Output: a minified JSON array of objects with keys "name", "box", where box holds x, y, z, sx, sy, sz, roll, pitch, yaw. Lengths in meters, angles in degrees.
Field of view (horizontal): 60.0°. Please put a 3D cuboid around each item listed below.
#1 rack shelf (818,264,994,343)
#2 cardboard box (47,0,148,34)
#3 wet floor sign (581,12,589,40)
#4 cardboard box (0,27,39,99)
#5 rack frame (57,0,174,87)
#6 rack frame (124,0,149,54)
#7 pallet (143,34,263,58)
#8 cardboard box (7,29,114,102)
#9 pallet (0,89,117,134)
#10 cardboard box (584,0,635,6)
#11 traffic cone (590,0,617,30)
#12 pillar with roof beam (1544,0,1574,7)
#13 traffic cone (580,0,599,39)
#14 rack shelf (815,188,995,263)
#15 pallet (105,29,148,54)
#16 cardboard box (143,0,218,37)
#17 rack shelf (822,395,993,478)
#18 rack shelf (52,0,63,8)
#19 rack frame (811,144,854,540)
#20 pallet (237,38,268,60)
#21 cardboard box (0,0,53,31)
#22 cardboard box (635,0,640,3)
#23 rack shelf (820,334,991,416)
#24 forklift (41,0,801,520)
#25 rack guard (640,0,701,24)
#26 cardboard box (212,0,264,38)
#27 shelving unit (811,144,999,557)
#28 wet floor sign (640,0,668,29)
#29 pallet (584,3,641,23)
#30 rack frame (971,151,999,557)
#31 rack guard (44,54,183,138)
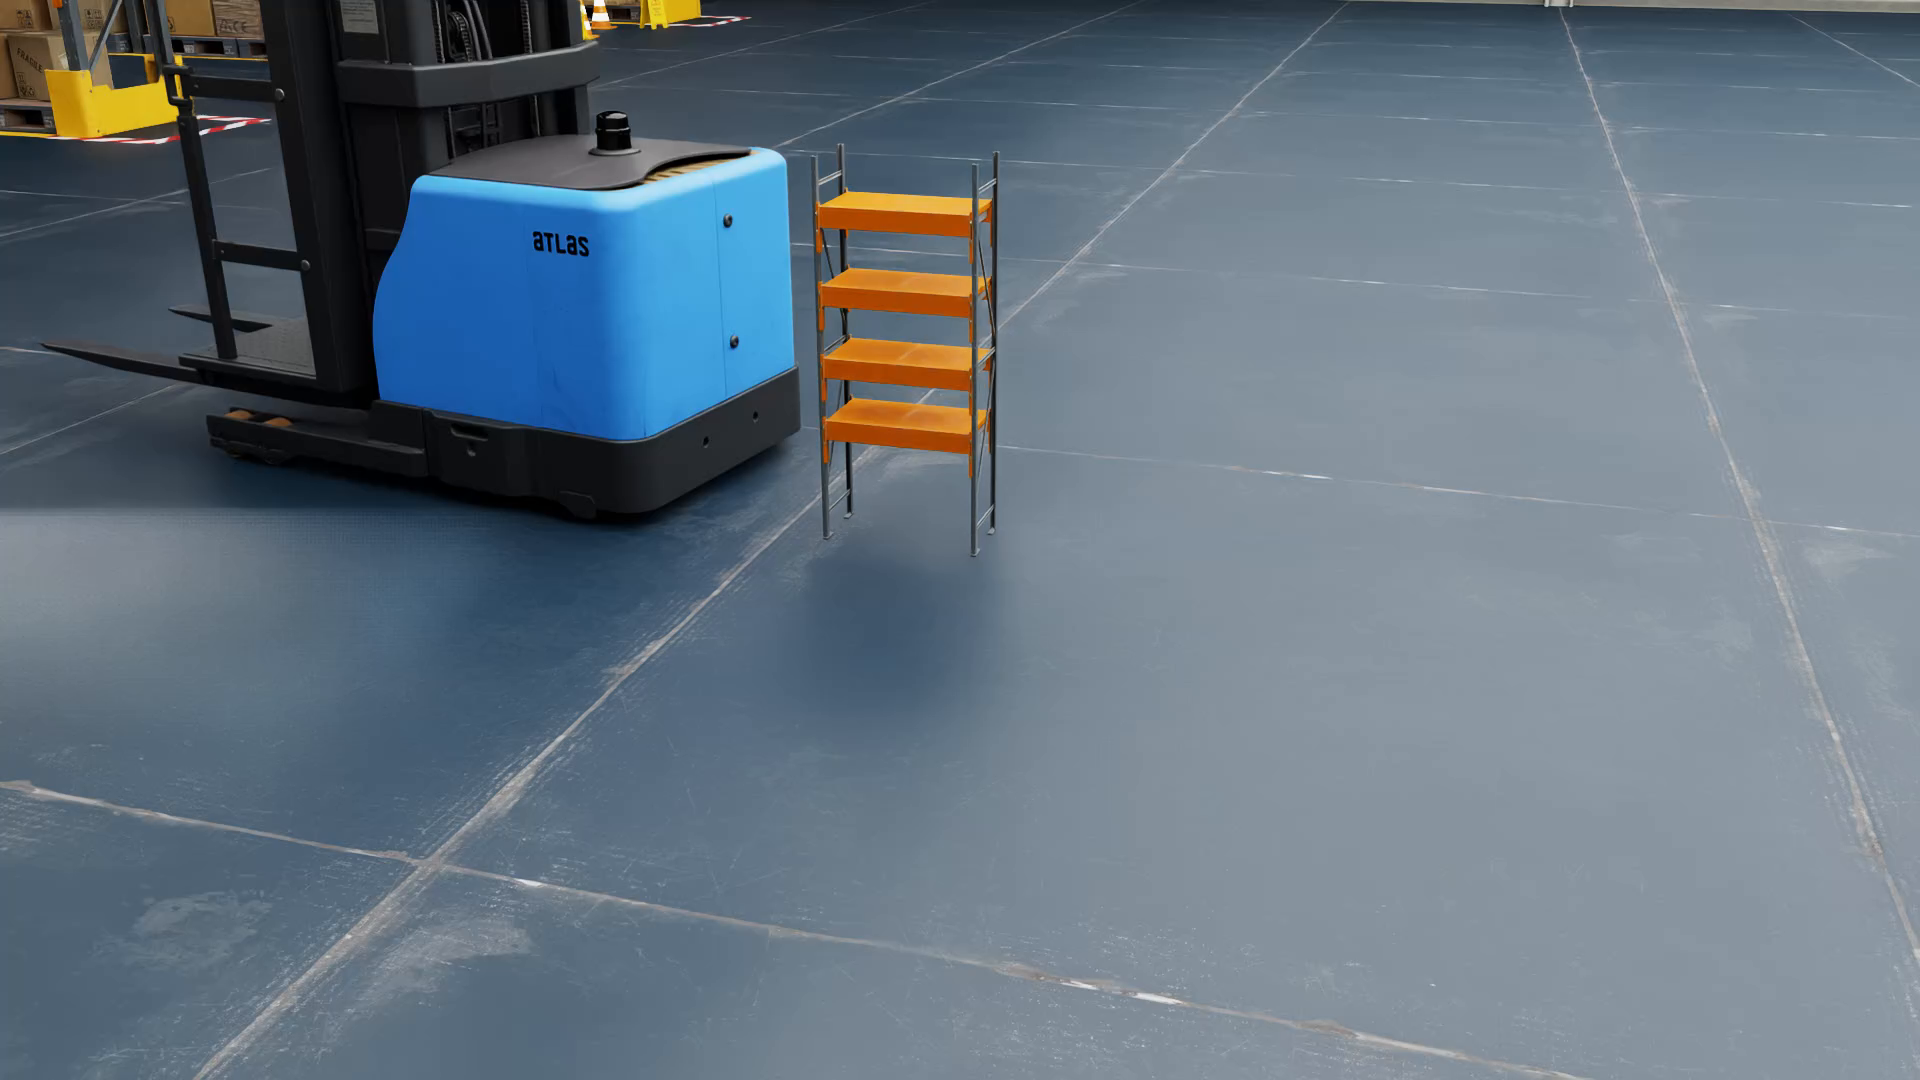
[{"name":"rack shelf","box":[-0.158,-0.718,5.027,0.480,0.148,0.258,7,23,16]},{"name":"cardboard box","box":[-9.548,-6.123,18.656,0.750,0.750,1.050,6,23,15]},{"name":"wet floor sign","box":[-4.498,-6.123,19.347,0.232,0.644,0.267,3,22,6]},{"name":"cardboard box","box":[-7.802,-3.870,13.493,0.500,0.500,0.500,13,26,29]},{"name":"rack frame","box":[-6.627,-4.705,12.788,0.127,3.000,1.000,7,23,16]},{"name":"rack frame","box":[-8.927,-6.934,18.223,0.127,3.000,1.000,7,23,16]},{"name":"pallet","box":[-8.222,-5.533,18.480,1.213,0.211,1.003,7,23,15]},{"name":"cardboard box","box":[-7.220,-3.817,13.364,0.500,0.500,0.500,11,25,25]},{"name":"pallet","box":[-7.468,-3.525,13.586,1.213,0.211,1.003,7,23,16]},{"name":"cardboard box","box":[-4.639,-7.221,21.992,0.500,0.250,0.500,6,23,15]},{"name":"traffic cone","box":[-4.549,-6.710,21.019,0.334,0.463,0.336,7,23,16]},{"name":"pillar with roof beam","box":[7.504,-10.409,18.789,0.400,9.000,9.100,7,23,16]},{"name":"traffic cone","box":[-4.544,-6.270,19.945,0.334,0.463,0.336,7,23,16]},{"name":"rack shelf","box":[-0.158,-0.937,4.937,0.480,0.148,0.258,7,23,16]},{"name":"pallet","box":[-9.688,-5.702,18.892,1.213,0.211,1.003,7,23,16]},{"name":"cardboard box","box":[-8.345,-6.051,18.316,0.875,0.875,0.875,7,23,16]},{"name":"rack shelf","box":[-0.158,-0.327,5.187,0.480,0.148,0.258,7,23,16]},{"name":"rack shelf","box":[-8.542,-4.591,13.459,4.000,0.370,1.077,7,23,16]},{"name":"rack frame","box":[-0.392,-0.600,5.152,0.015,1.200,0.240,7,23,16]},{"name":"pallet","box":[-7.050,-5.400,18.155,1.213,0.211,1.003,7,23,15]},{"name":"cardboard box","box":[-10.470,-6.230,18.918,0.750,0.750,1.050,7,23,15]},{"name":"cardboard box","box":[-4.457,-7.417,22.468,0.500,0.250,0.500,6,23,15]},{"name":"rack shelf","box":[-0.158,-0.511,5.112,0.480,0.148,0.258,7,23,16]},{"name":"forklift","box":[-2.136,-1.790,5.772,3.031,2.935,1.130,11,25,24]},{"name":"rack guard","box":[-3.837,-7.157,22.060,0.348,0.500,1.175,7,23,16]},{"name":"cardboard box","box":[-7.481,-5.954,18.079,0.875,0.875,0.875,7,23,16]},{"name":"shelving unit","box":[-0.158,-0.573,5.087,0.503,1.200,0.258,7,23,16]},{"name":"wet floor sign","box":[-3.892,-6.807,21.014,0.232,0.644,0.267,16,27,34]},{"name":"pallet","box":[-4.605,-7.126,22.363,1.213,0.211,1.003,7,23,16]},{"name":"rack frame","box":[0.075,-0.547,5.021,0.015,1.200,0.240,7,23,16]},{"name":"rack guard","box":[-6.700,-3.557,13.282,0.348,0.500,1.175,7,23,16]}]
